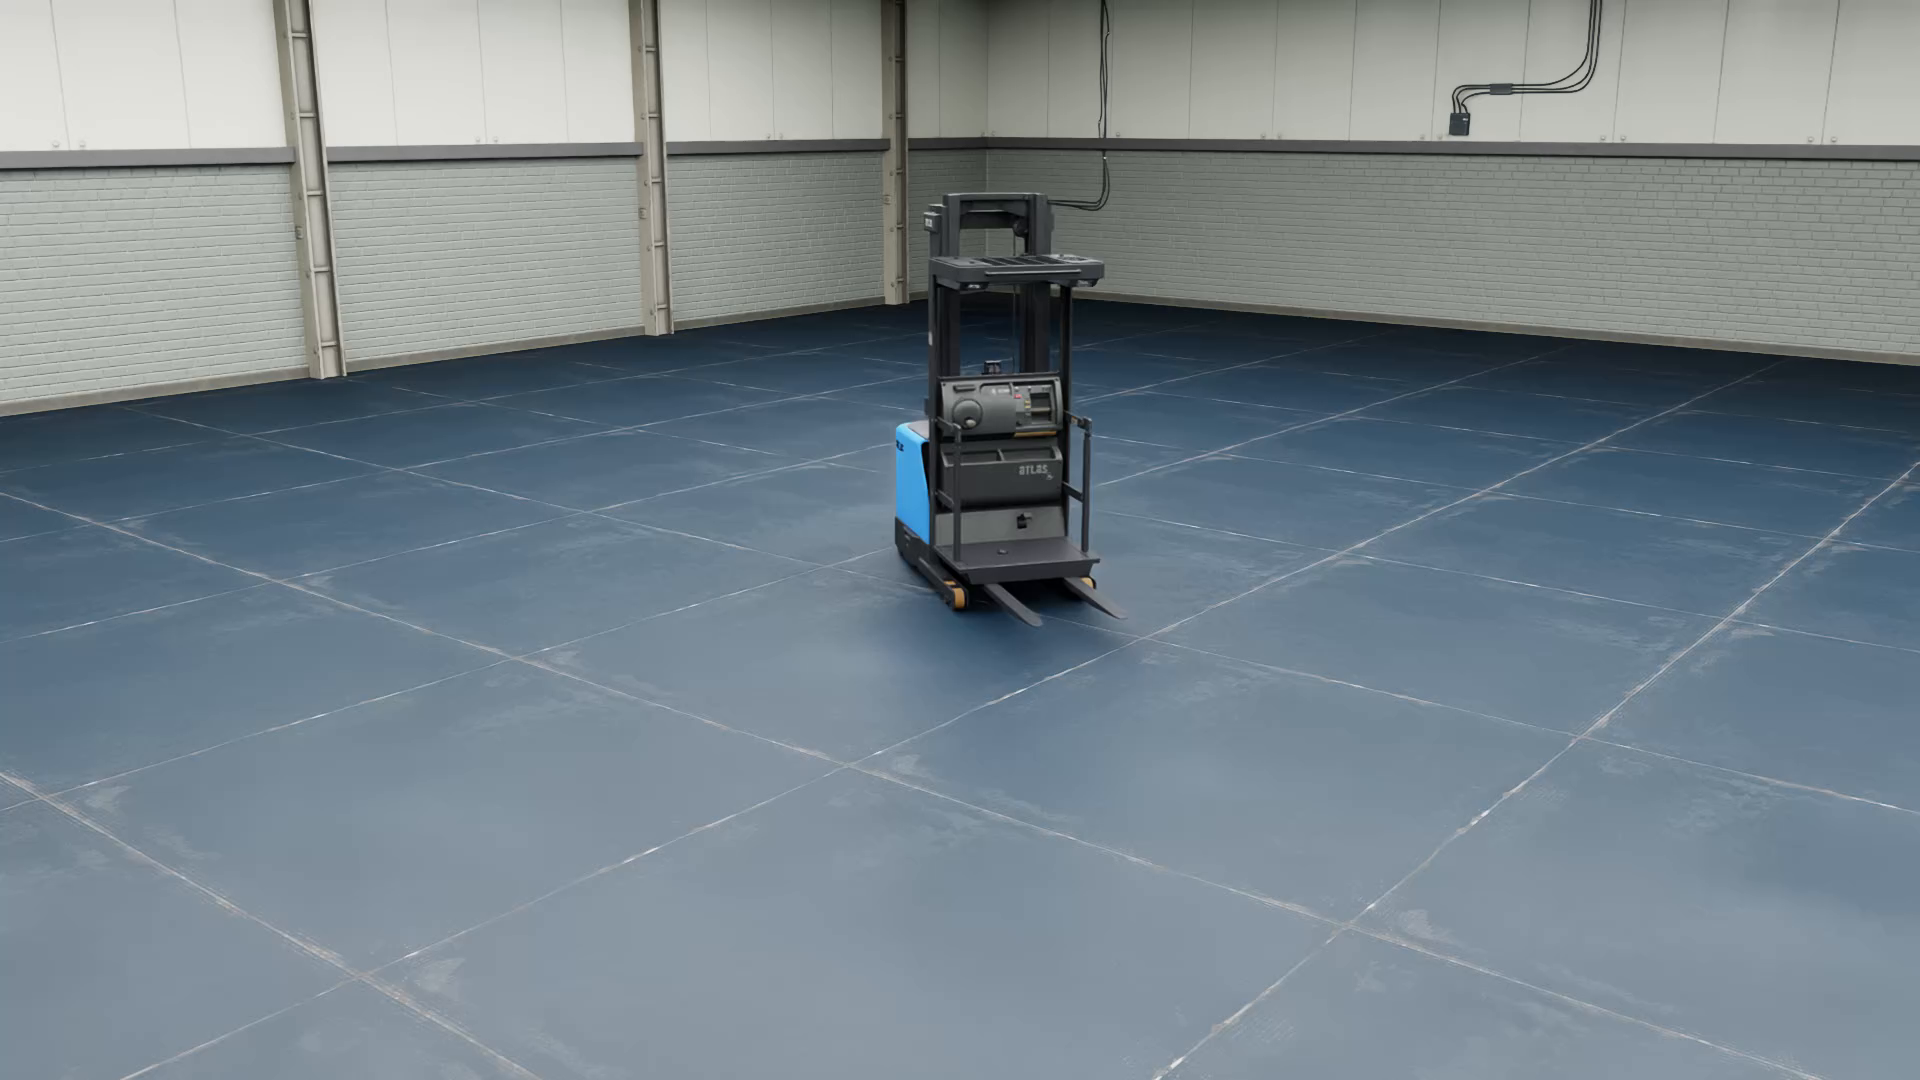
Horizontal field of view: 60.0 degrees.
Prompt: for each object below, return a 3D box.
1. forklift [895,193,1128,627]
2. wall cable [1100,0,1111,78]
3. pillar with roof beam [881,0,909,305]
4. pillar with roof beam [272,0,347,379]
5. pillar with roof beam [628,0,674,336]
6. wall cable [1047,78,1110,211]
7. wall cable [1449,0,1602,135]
[{"bbox_3d":[0.375,-1.017,12.173,1.130,2.935,3.031,-4,15,-16],"label":"forklift"},{"bbox_3d":[3.764,-9.812,30.520,3.097,2.526,0.112,11,18,38],"label":"wall cable"},{"bbox_3d":[2.128,-8.262,28.370,9.100,9.000,0.400,11,18,38],"label":"pillar with roof beam"},{"bbox_3d":[-5.414,-5.964,19.324,9.100,9.000,0.400,11,18,38],"label":"pillar with roof beam"},{"bbox_3d":[-1.643,-7.113,23.847,9.100,9.000,0.400,11,18,38],"label":"pillar with roof beam"},{"bbox_3d":[1.659,-7.783,32.790,3.097,2.526,0.112,11,18,38],"label":"wall cable"},{"bbox_3d":[9.034,-9.464,26.194,2.305,6.003,0.169,11,18,38],"label":"wall cable"}]
